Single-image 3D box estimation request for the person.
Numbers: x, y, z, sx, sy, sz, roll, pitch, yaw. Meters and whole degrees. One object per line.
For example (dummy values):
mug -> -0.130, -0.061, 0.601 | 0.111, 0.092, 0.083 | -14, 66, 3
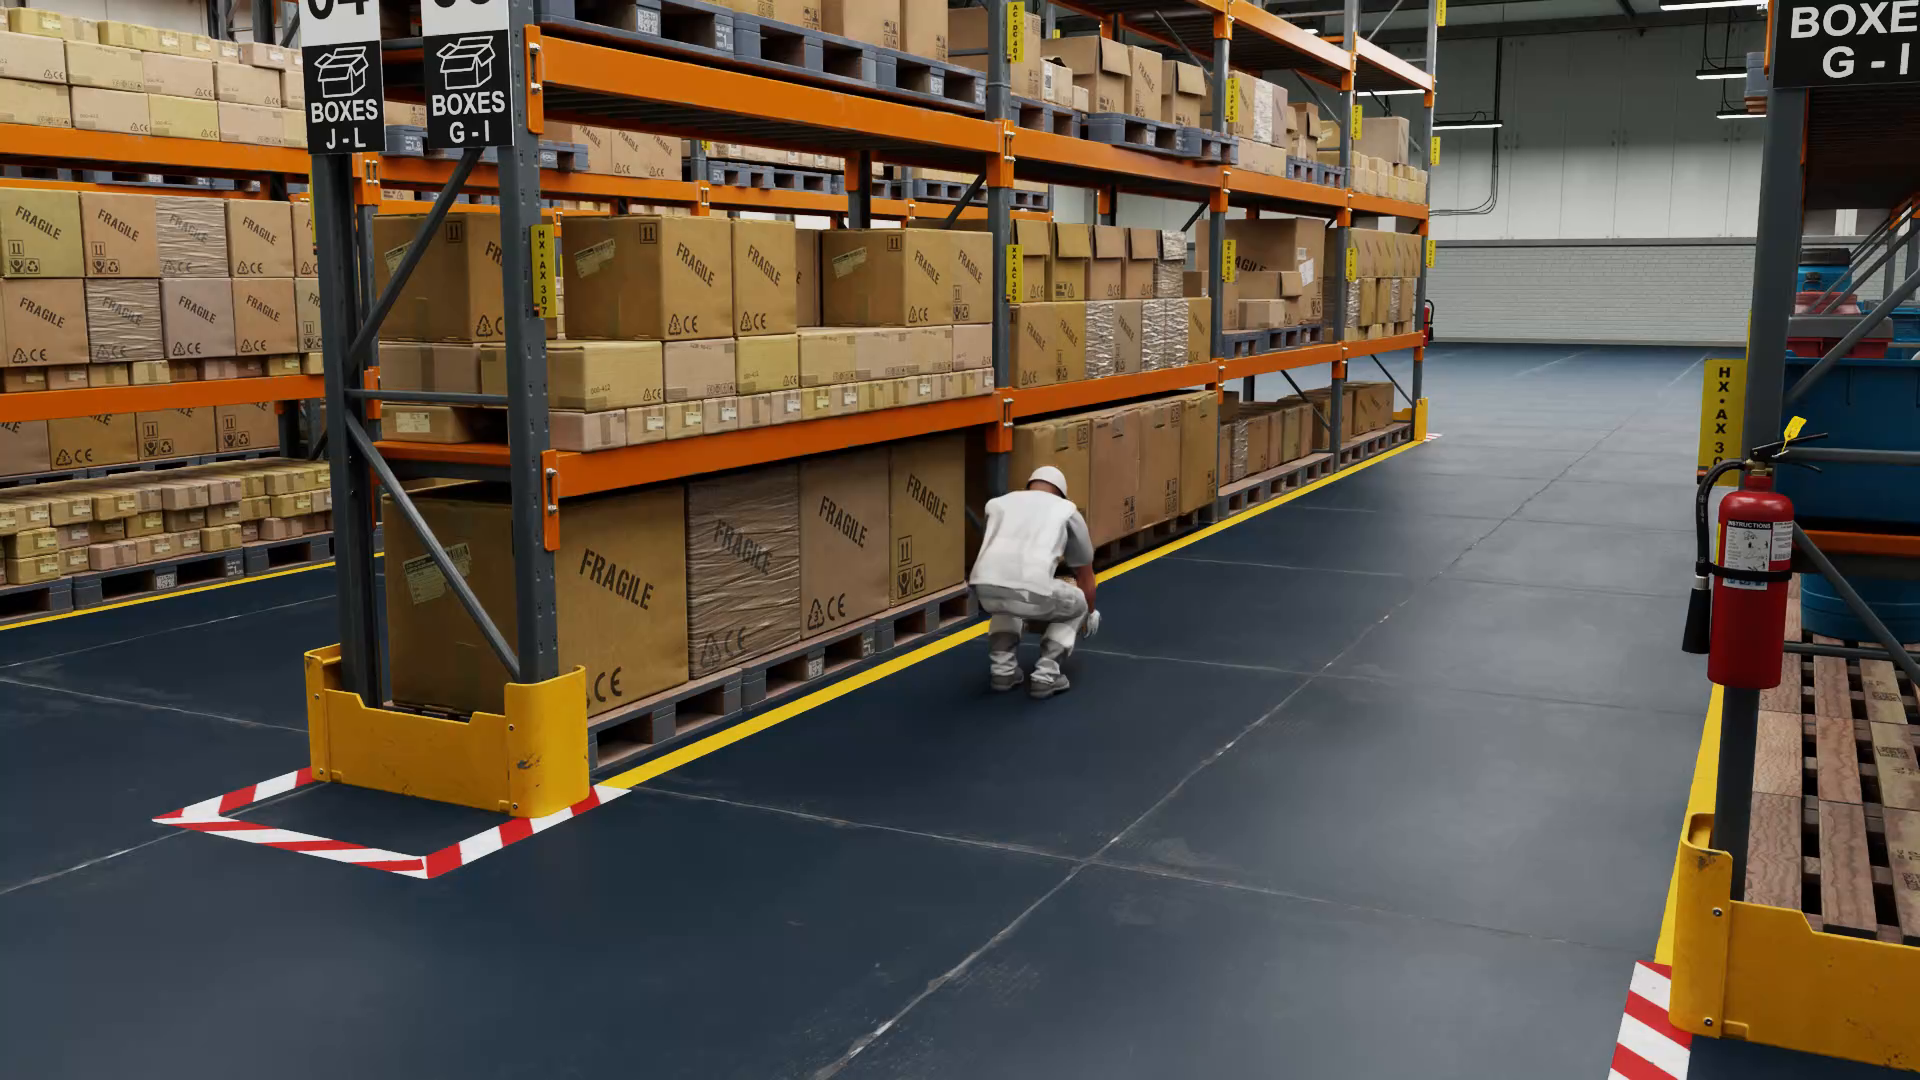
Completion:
person -> 0.328, 0.192, 7.997 | 0.575, 1.037, 0.873 | 4, 10, 26
